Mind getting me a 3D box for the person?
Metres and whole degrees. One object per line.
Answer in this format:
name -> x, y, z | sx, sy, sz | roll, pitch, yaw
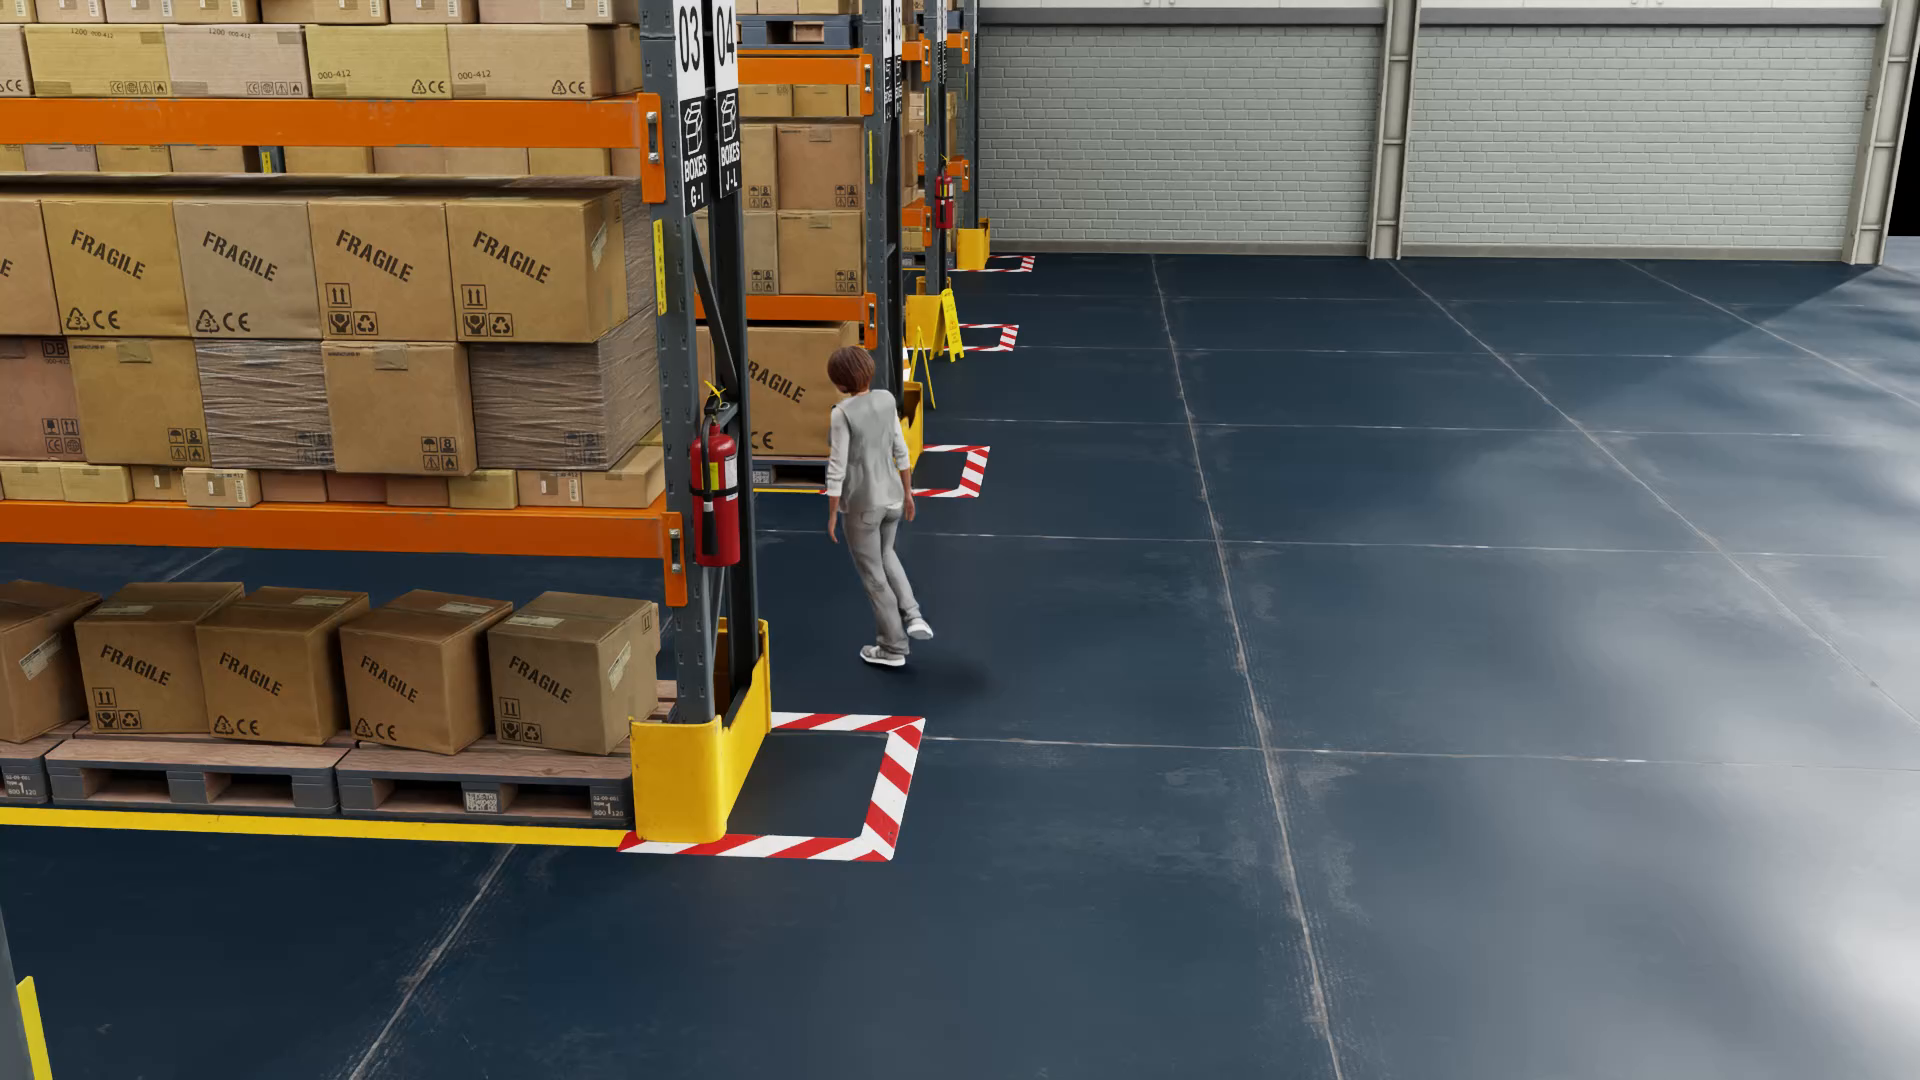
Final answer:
person -> -0.400, -0.147, 8.018 | 0.514, 1.569, 0.428 | -17, 24, -42
